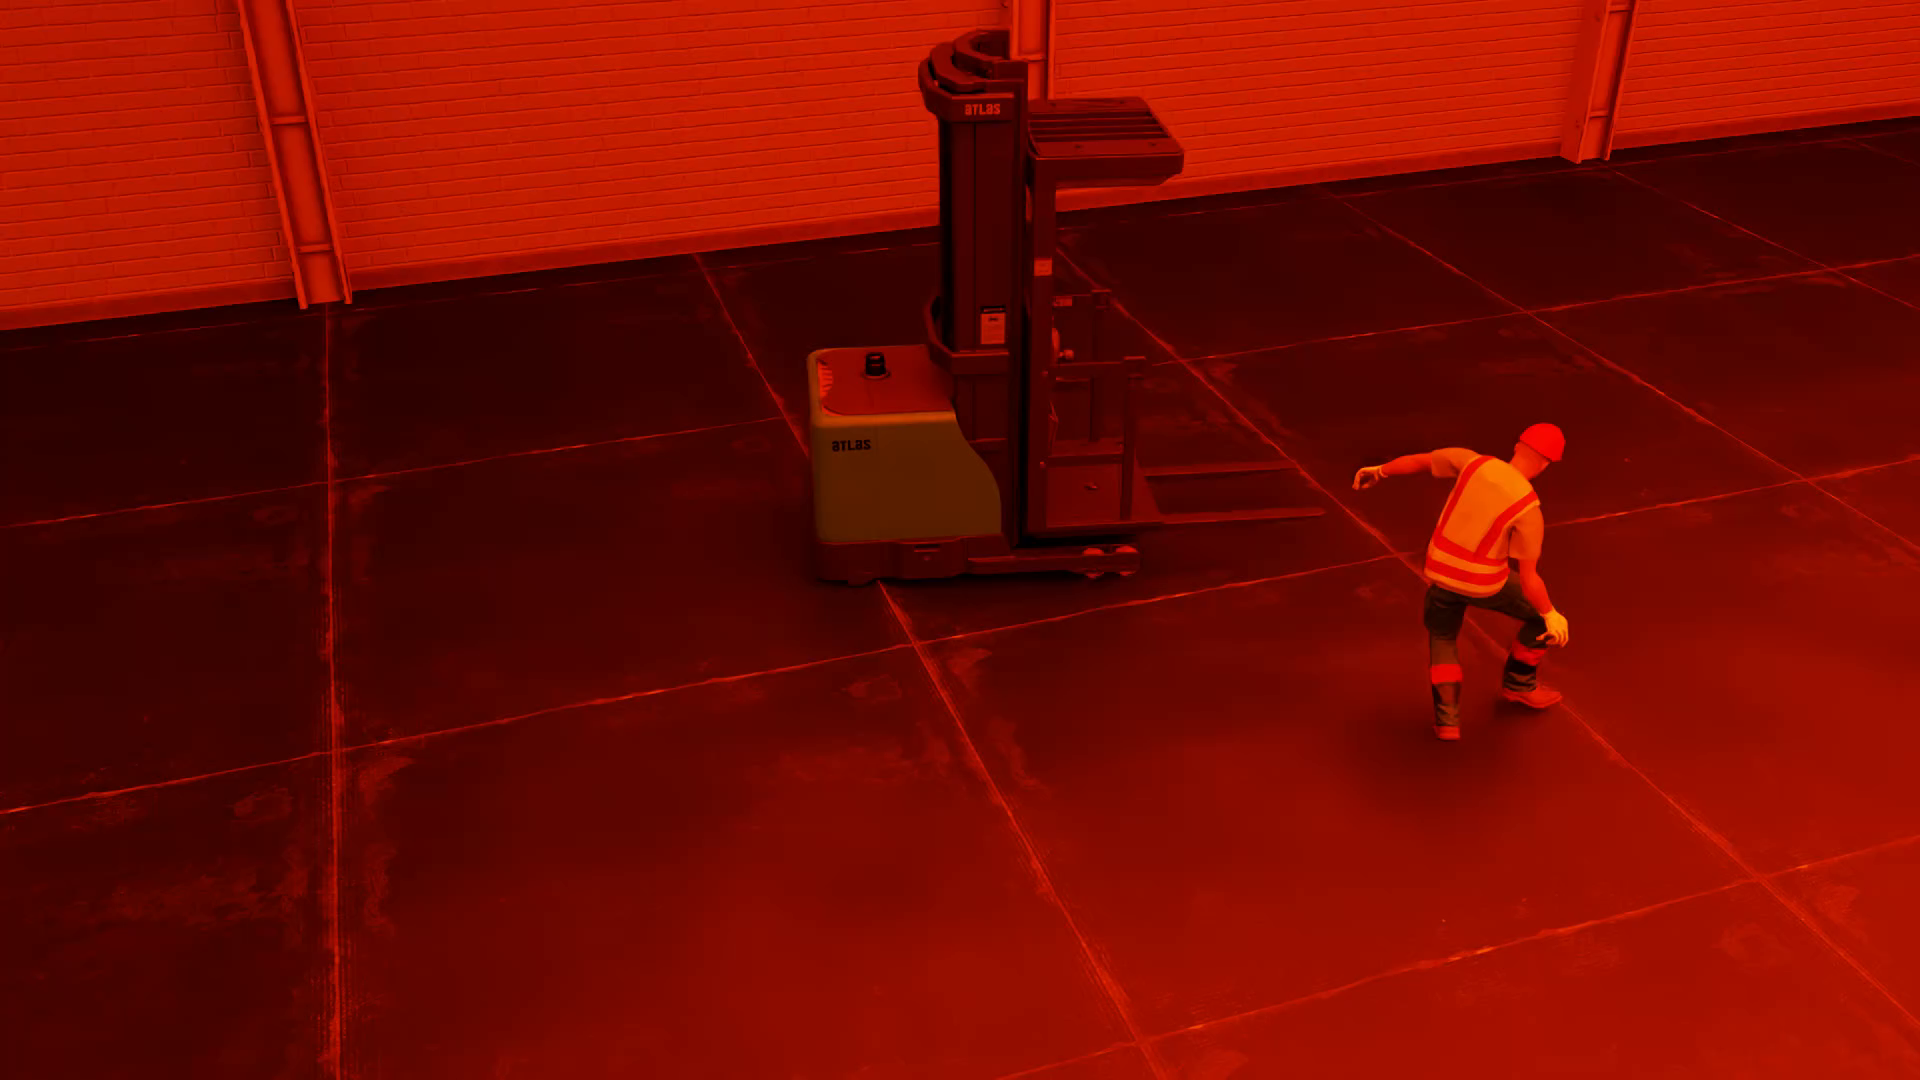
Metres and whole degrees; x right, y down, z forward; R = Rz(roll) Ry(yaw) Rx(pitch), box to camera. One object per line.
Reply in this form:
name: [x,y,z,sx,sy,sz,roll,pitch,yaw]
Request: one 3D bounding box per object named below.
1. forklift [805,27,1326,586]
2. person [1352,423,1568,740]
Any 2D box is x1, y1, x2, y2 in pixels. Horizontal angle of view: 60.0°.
forklift: [0.628,-1.315,9.373,3.031,2.935,1.130,-3,30,-5]
person: [2.472,0.162,8.215,0.653,1.677,1.230,-26,39,-37]
